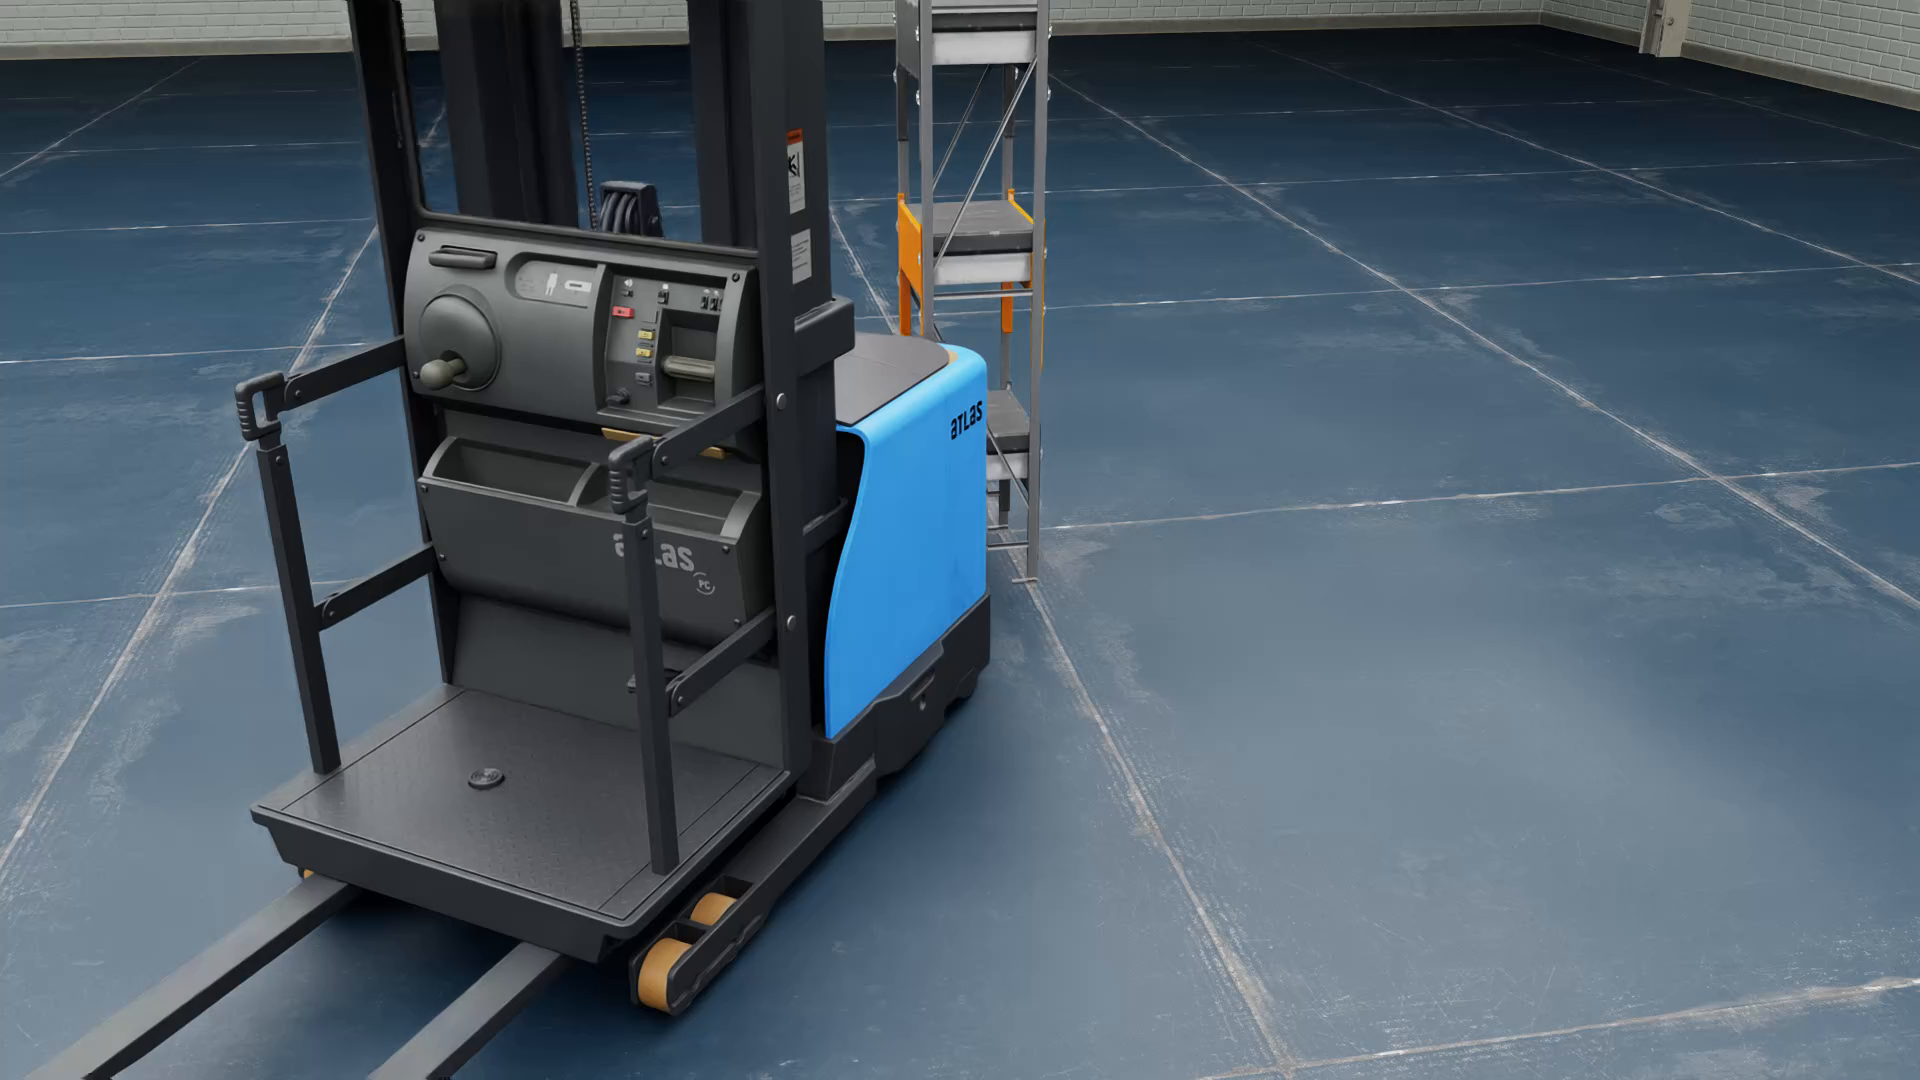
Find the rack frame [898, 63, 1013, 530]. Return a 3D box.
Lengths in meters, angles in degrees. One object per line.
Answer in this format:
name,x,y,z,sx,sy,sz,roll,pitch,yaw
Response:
rack frame,-0.015,-0.993,5.900,0.400,2.100,0.015,-4,24,-10

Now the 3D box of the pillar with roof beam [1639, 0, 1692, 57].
pillar with roof beam,3.710,-9.310,16.323,9.100,9.000,0.400,-4,24,-10

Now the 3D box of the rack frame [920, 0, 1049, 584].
rack frame,0.076,-0.801,5.461,0.400,2.100,0.015,-4,24,-10

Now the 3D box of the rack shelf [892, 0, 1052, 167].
rack shelf,0.031,-1.526,5.406,0.431,0.518,0.480,-4,24,-10

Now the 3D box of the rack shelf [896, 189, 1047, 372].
rack shelf,0.031,-0.885,5.686,0.431,0.518,0.480,-4,24,-10

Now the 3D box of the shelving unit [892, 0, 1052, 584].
shelving unit,0.031,-0.897,5.681,0.431,2.100,0.503,-4,24,-10

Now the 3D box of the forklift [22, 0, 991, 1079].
forklift,-0.988,-0.465,3.653,1.130,2.935,3.031,11,26,23

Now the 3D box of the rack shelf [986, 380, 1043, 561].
rack shelf,0.031,-0.243,5.966,0.431,0.518,0.480,-4,24,-10
